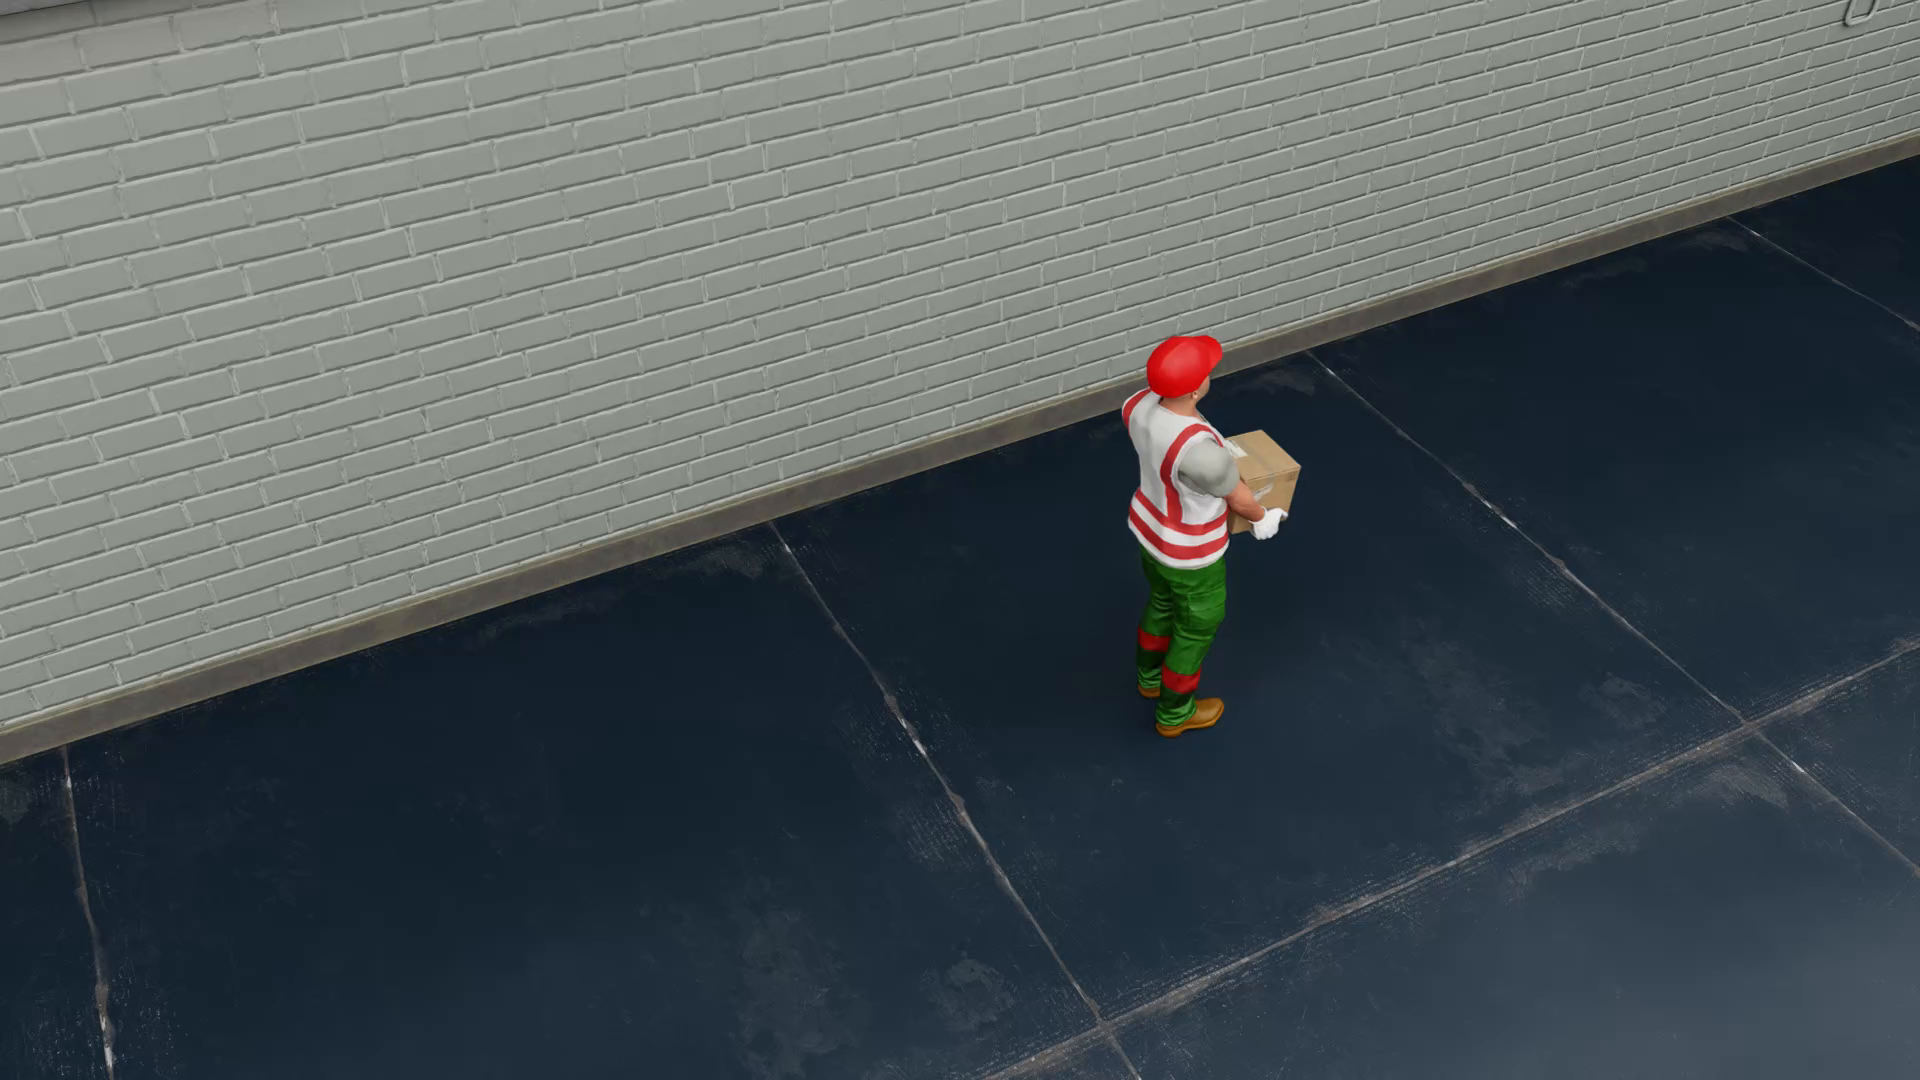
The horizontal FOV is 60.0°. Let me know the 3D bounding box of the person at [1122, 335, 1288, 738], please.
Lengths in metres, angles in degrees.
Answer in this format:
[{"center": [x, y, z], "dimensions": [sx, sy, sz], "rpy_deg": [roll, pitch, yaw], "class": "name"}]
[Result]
[{"center": [0.892, -0.041, 6.192], "dimensions": [0.563, 1.783, 0.494], "rpy_deg": [-19, 44, -20], "class": "person"}]
